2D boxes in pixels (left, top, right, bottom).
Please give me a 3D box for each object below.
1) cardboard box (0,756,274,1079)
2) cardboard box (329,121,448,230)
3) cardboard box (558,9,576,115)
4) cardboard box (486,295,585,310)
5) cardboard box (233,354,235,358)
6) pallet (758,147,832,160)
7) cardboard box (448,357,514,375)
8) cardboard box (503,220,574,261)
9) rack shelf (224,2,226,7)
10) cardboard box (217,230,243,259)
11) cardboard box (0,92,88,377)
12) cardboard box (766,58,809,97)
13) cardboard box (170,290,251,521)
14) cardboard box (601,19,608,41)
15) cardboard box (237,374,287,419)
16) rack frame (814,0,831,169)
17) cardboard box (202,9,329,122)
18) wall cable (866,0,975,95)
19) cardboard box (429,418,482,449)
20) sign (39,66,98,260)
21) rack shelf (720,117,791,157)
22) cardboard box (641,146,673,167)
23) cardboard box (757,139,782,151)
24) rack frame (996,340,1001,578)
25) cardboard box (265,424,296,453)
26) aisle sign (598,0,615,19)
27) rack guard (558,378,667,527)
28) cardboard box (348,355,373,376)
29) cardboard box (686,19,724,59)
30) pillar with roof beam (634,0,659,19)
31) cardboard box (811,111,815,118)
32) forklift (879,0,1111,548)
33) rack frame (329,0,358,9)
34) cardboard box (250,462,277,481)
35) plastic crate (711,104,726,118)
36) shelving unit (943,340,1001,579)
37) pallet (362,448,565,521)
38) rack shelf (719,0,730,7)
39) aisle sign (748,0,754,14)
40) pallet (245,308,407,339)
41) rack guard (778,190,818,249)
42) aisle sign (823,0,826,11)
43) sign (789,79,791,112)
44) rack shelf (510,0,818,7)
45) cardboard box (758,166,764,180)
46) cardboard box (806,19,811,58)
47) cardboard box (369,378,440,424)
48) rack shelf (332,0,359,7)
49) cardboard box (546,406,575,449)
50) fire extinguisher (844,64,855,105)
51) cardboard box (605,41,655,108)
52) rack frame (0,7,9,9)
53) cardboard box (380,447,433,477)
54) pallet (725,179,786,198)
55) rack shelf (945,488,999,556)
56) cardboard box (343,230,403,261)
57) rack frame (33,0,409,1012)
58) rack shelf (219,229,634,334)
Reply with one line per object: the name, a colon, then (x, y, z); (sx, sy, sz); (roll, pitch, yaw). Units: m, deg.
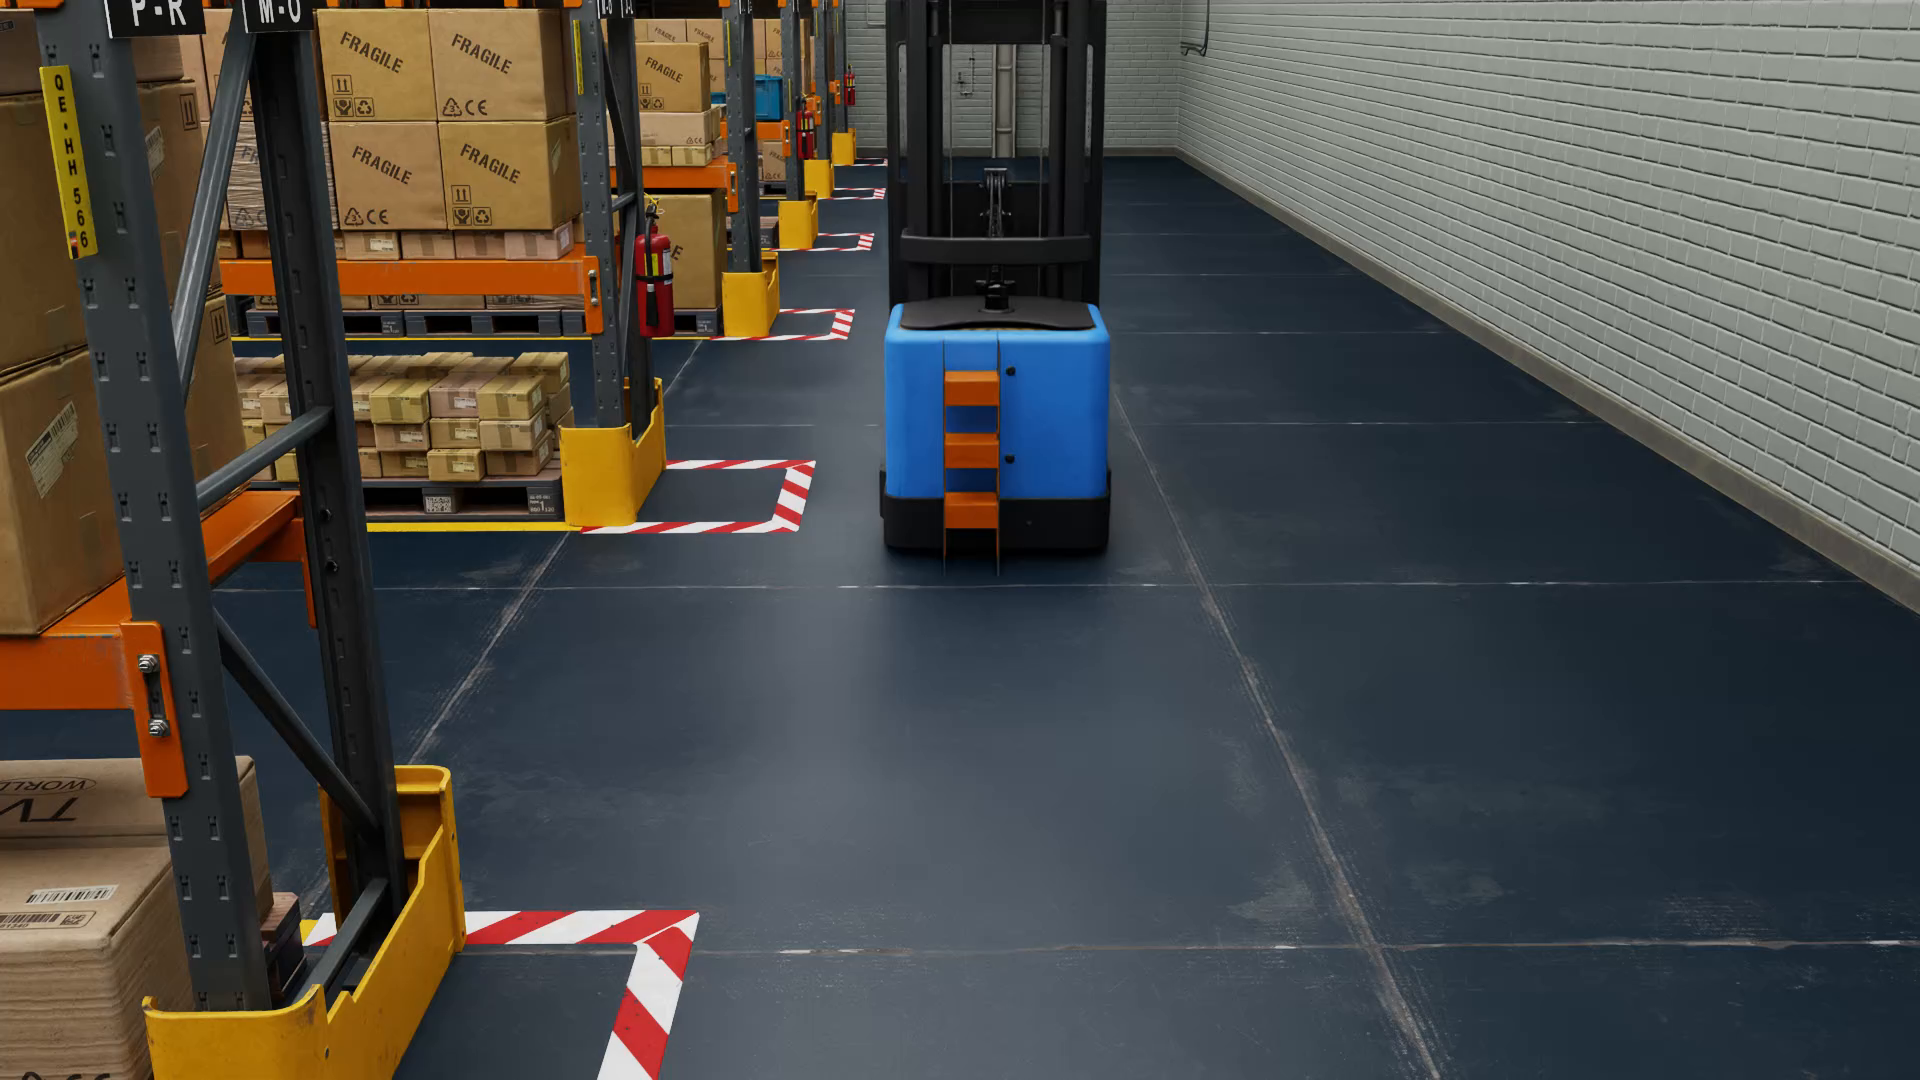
cardboard box: (-2.210, 0.892, 3.863); (0.875, 0.438, 0.875); (-1, 18, -3)
cardboard box: (-2.691, -1.781, 8.037); (0.500, 0.500, 0.500); (-1, 18, -2)
cardboard box: (-2.184, -2.417, 8.385); (0.500, 0.500, 0.500); (0, 18, -1)
cardboard box: (-3.257, -2.345, 13.237); (0.875, 0.875, 0.875); (0, 18, -1)
cardboard box: (-4.076, -0.889, 8.915); (0.250, 0.149, 0.380); (-1, 18, -3)
pallet: (-2.741, -6.371, 27.563); (1.213, 0.211, 1.003); (0, 18, -1)
cardboard box: (-2.534, -0.862, 8.830); (0.250, 0.149, 0.380); (0, 18, 0)
cardboard box: (-2.052, -1.465, 8.117); (0.250, 0.149, 0.380); (0, 18, -1)
rack shelf: (-11.859, -7.251, 22.009); (4.000, 0.370, 1.077); (0, 18, -1)
cardboard box: (-3.607, -1.480, 8.161); (0.250, 0.149, 0.380); (0, 18, 0)
cardboard box: (-2.030, -0.610, 3.239); (0.500, 0.500, 0.500); (0, 18, 1)
cardboard box: (-2.304, -6.176, 22.227); (0.500, 0.500, 0.500); (0, 18, 1)
cardboard box: (-2.036, -0.295, 3.892); (0.500, 0.500, 0.500); (0, 18, -1)
cardboard box: (-4.869, -6.637, 22.027); (0.500, 0.500, 0.500); (-1, 18, -3)
cardboard box: (-3.558, -0.727, 8.410); (0.250, 0.149, 0.380); (-1, 18, -3)
rack frame: (-1.861, -6.214, 22.508); (0.127, 3.000, 1.000); (0, 18, -1)
cardboard box: (-3.211, -2.252, 7.871); (0.500, 0.500, 0.500); (1, 18, 2)
wall cable: (-0.677, -8.506, 27.989); (1.851, 1.984, 0.084); (0, 18, -1)
cardboard box: (-2.516, -0.583, 8.446); (0.250, 0.149, 0.380); (-1, 18, -2)
sign: (-1.557, -0.660, 2.911); (0.005, 0.325, 0.100); (0, 18, -1)
rack shelf: (-3.786, -4.349, 17.871); (4.000, 0.370, 1.077); (0, 18, -1)
cardboard box: (-2.319, -2.965, 12.790); (0.250, 0.149, 0.380); (0, 18, 0)
cardboard box: (-3.141, -6.700, 27.428); (0.500, 0.500, 0.700); (0, 18, -1)
rack frame: (0.173, -0.357, 7.442); (0.008, 1.050, 0.200); (0, 18, 0)
cardboard box: (-3.291, -0.558, 8.369); (0.250, 0.149, 0.380); (0, 18, 0)
aisle sign: (-1.653, -2.820, 7.670); (0.004, 0.787, 0.394); (0, 18, -1)
rack guard: (-1.807, -0.482, 8.733); (0.348, 0.500, 1.175); (0, 18, -1)
cardboard box: (-3.312, -0.875, 8.870); (0.250, 0.149, 0.380); (0, 18, 1)
cardboard box: (-3.325, -6.645, 22.051); (0.500, 0.500, 0.500); (0, 18, 1)
pillar with roof beam: (-5.188, -9.517, 22.983); (0.400, 9.000, 9.100); (0, 18, -1)
cardboard box: (-2.519, -7.073, 27.529); (0.250, 0.149, 0.380); (0, 18, 0)
forklift: (0.178, -1.752, 8.709); (1.130, 2.935, 3.031); (0, 18, 0)
rack frame: (-9.942, -7.688, 27.104); (0.127, 3.000, 1.000); (0, 18, -1)
cardboard box: (-3.549, -0.421, 8.430); (0.250, 0.149, 0.380); (0, 18, 0)
plastic crate: (-2.599, -4.545, 17.638); (0.243, 0.136, 0.396); (0, 18, -1)
shelving unit: (0.051, -0.357, 7.441); (0.252, 1.050, 0.215); (0, 18, 0)
pallet: (-2.620, -0.352, 8.798); (1.213, 0.211, 1.003); (0, 18, -1)
rack shelf: (-3.708, -4.264, 12.698); (4.000, 0.370, 1.077); (0, 18, -1)
aisle sign: (-1.641, -4.518, 12.966); (0.004, 0.787, 0.394); (0, 18, -1)
pallet: (-4.946, -1.821, 13.379); (1.213, 0.211, 1.003); (0, 18, -1)
rack guard: (-1.762, -3.515, 18.186); (0.348, 0.500, 1.175); (0, 18, -1)
aisle sign: (-1.788, -7.359, 21.820); (0.004, 0.787, 0.394); (0, 18, -1)
sign: (-1.761, -4.611, 17.243); (0.005, 0.325, 0.100); (0, 18, -1)
rack shelf: (-3.860, -7.290, 22.129); (4.000, 0.370, 1.077); (0, 18, -1)
cardboard box: (-2.807, -5.022, 22.710); (0.250, 0.166, 0.380); (0, 18, -1)
cardboard box: (-2.309, -6.816, 22.584); (0.500, 0.500, 0.500); (0, 18, 1)
cardboard box: (-2.765, -0.695, 8.309); (0.250, 0.149, 0.380); (-1, 18, -2)
rack shelf: (-7.942, -8.784, 26.786); (4.000, 0.370, 1.077); (0, 18, -1)
cardboard box: (-2.260, -0.611, 9.020); (0.250, 0.149, 0.380); (0, 18, 0)
fire extinguisher: (-1.785, -7.372, 26.856); (0.183, 0.674, 0.296); (0, 18, -1)
cardboard box: (-2.692, -3.693, 13.181); (0.500, 0.500, 0.500); (-1, 18, -2)
rack frame: (-9.785, -4.662, 17.671); (0.127, 3.000, 1.000); (0, 18, -1)
cardboard box: (-2.775, -0.442, 8.495); (0.250, 0.149, 0.380); (0, 18, -1)
pallet: (-2.734, -4.881, 22.920); (1.213, 0.211, 1.003); (0, 18, -1)
rack shelf: (0.051, -0.082, 7.529); (0.240, 0.259, 0.215); (0, 18, 0)
cardboard box: (-2.807, -1.462, 8.104); (0.250, 0.149, 0.380); (0, 18, 1)
rack frame: (-1.552, -0.162, 3.641); (0.127, 3.000, 1.000); (0, 18, -1)
rack shelf: (-3.731, -1.321, 8.432); (4.000, 0.370, 1.077); (0, 18, -1)
